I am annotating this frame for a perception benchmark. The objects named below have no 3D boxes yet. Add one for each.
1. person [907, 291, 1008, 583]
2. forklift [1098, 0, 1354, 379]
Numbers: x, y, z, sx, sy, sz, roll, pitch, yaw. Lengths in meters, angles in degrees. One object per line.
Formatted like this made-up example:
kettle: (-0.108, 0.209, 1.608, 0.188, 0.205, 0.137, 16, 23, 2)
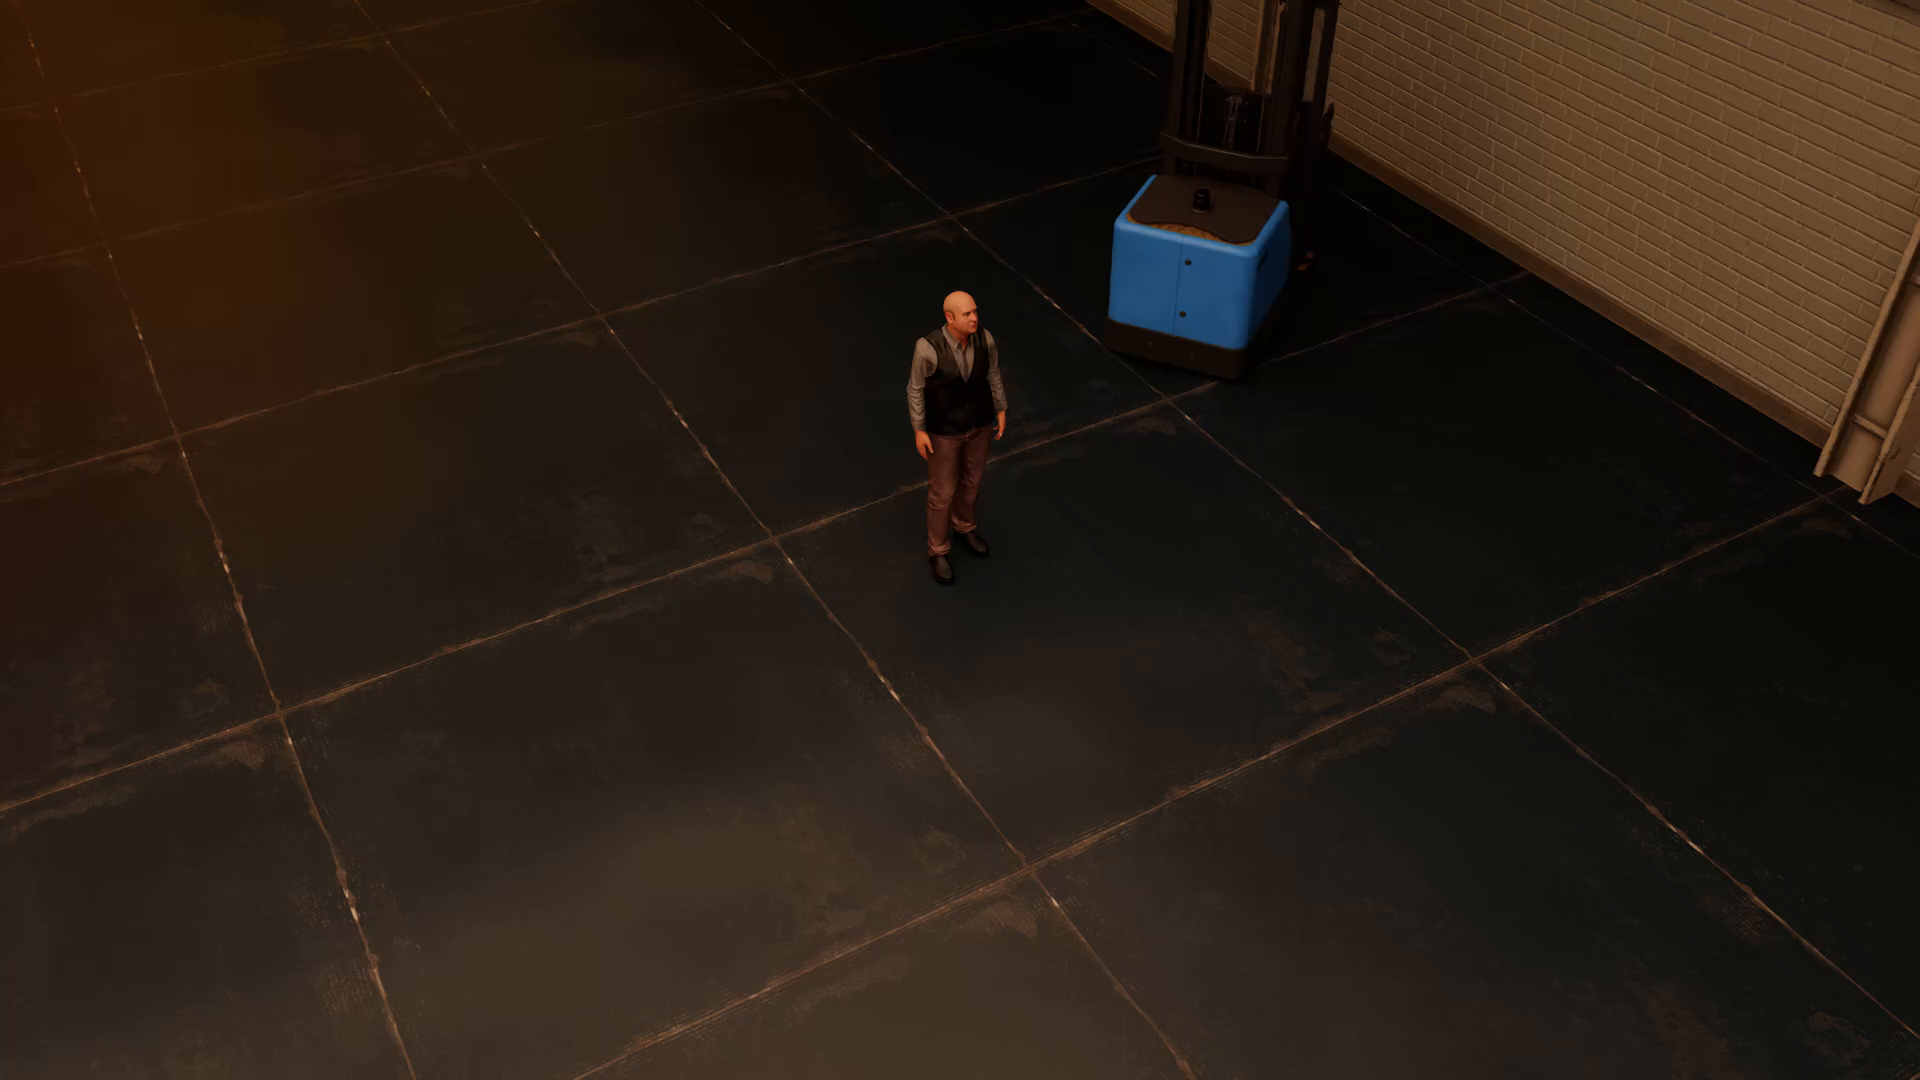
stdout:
person: (0.024, -0.632, 9.733, 0.632, 1.720, 0.568, -20, 44, -23)
forklift: (2.160, -3.168, 11.856, 1.130, 2.935, 3.031, 20, 44, 23)
